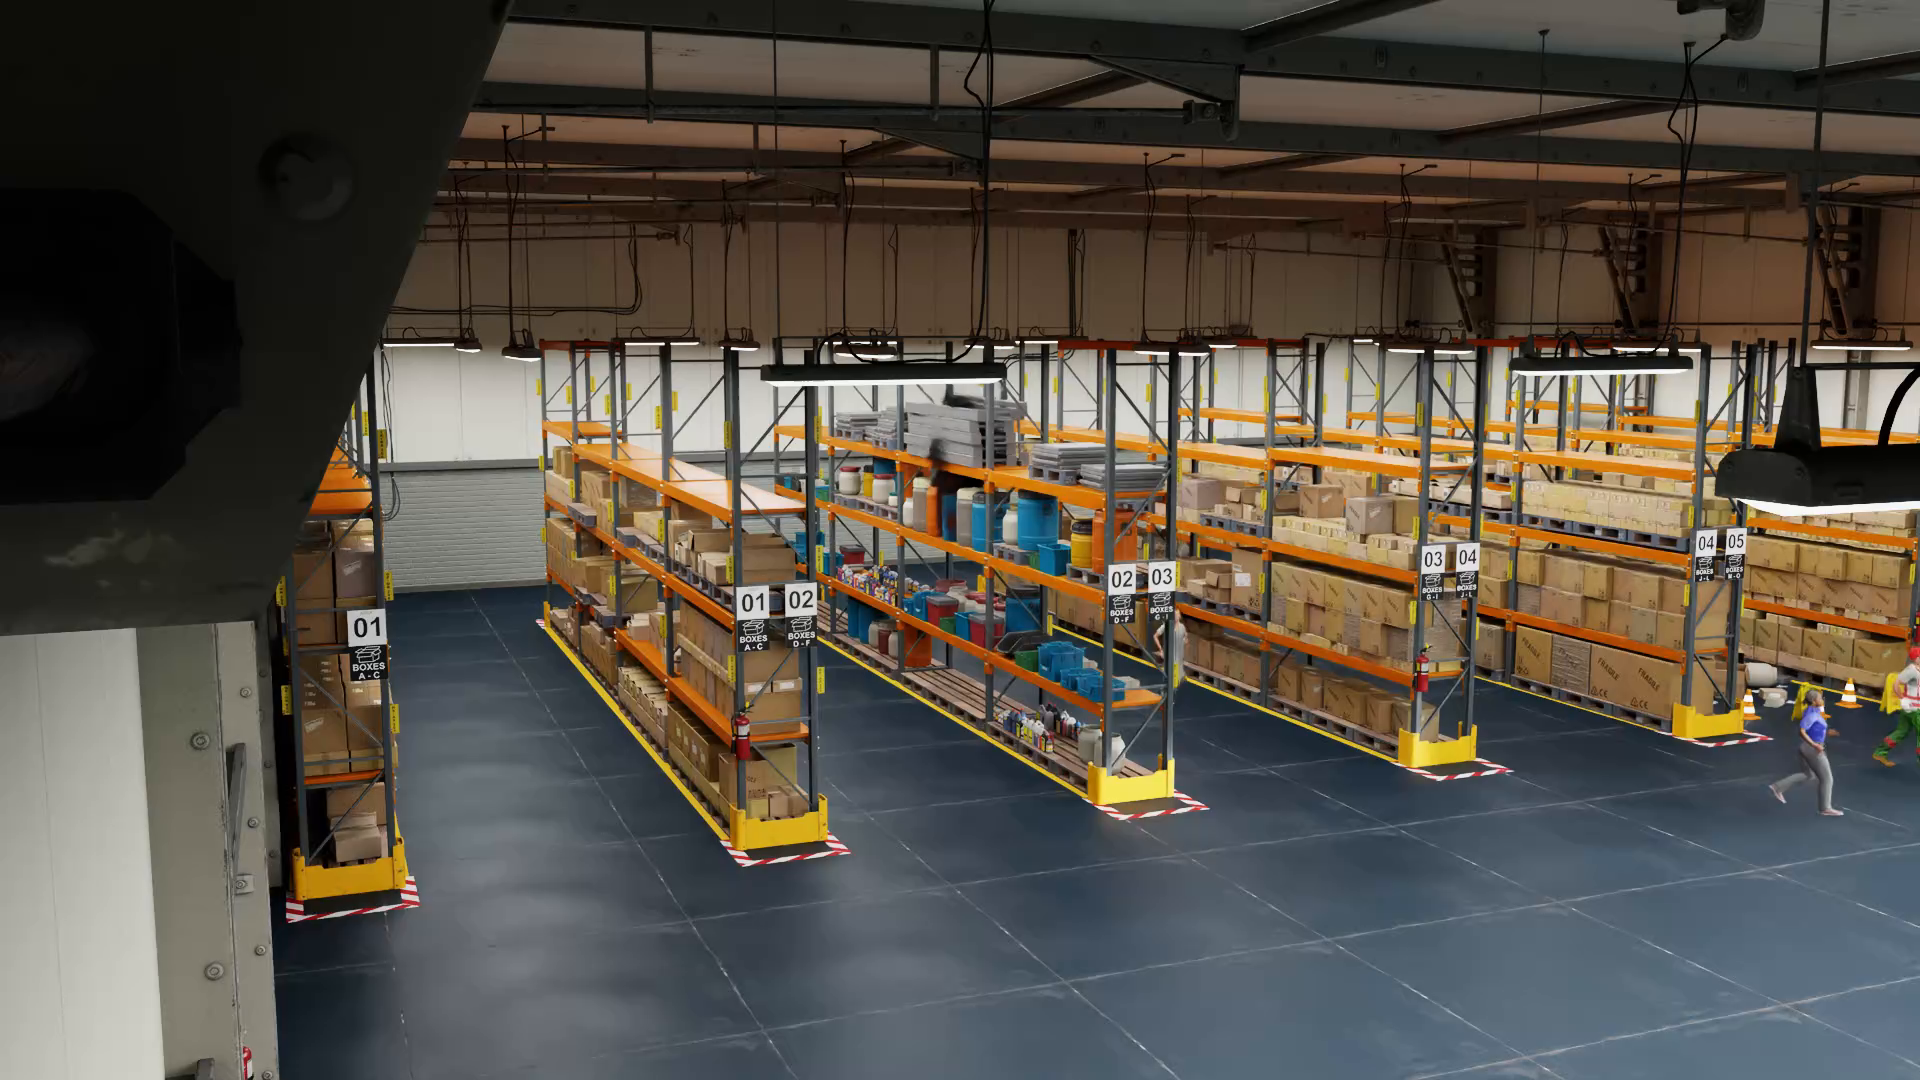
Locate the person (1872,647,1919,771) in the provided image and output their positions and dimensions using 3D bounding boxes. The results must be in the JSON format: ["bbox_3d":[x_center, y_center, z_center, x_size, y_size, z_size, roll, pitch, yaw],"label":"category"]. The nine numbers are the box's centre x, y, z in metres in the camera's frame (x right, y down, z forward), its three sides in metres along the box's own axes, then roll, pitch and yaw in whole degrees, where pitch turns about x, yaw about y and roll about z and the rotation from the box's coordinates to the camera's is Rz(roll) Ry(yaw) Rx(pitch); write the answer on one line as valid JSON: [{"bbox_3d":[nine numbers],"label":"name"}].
[{"bbox_3d":[13.405,2.399,23.467,0.856,1.827,0.643,4,8,25],"label":"person"}]

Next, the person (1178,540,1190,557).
[{"bbox_3d":[5.701,0.094,41.659,0.628,1.683,0.669,-4,8,-27],"label":"person"}]

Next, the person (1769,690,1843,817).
[{"bbox_3d":[10.970,2.732,21.470,0.871,1.626,0.587,2,8,17],"label":"person"}]

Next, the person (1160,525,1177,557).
[{"bbox_3d":[4.684,0.491,38.104,0.712,1.753,0.986,-3,8,-21],"label":"person"}]

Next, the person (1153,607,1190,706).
[{"bbox_3d":[3.556,1.929,27.512,0.541,1.642,0.660,-6,9,-38],"label":"person"}]
